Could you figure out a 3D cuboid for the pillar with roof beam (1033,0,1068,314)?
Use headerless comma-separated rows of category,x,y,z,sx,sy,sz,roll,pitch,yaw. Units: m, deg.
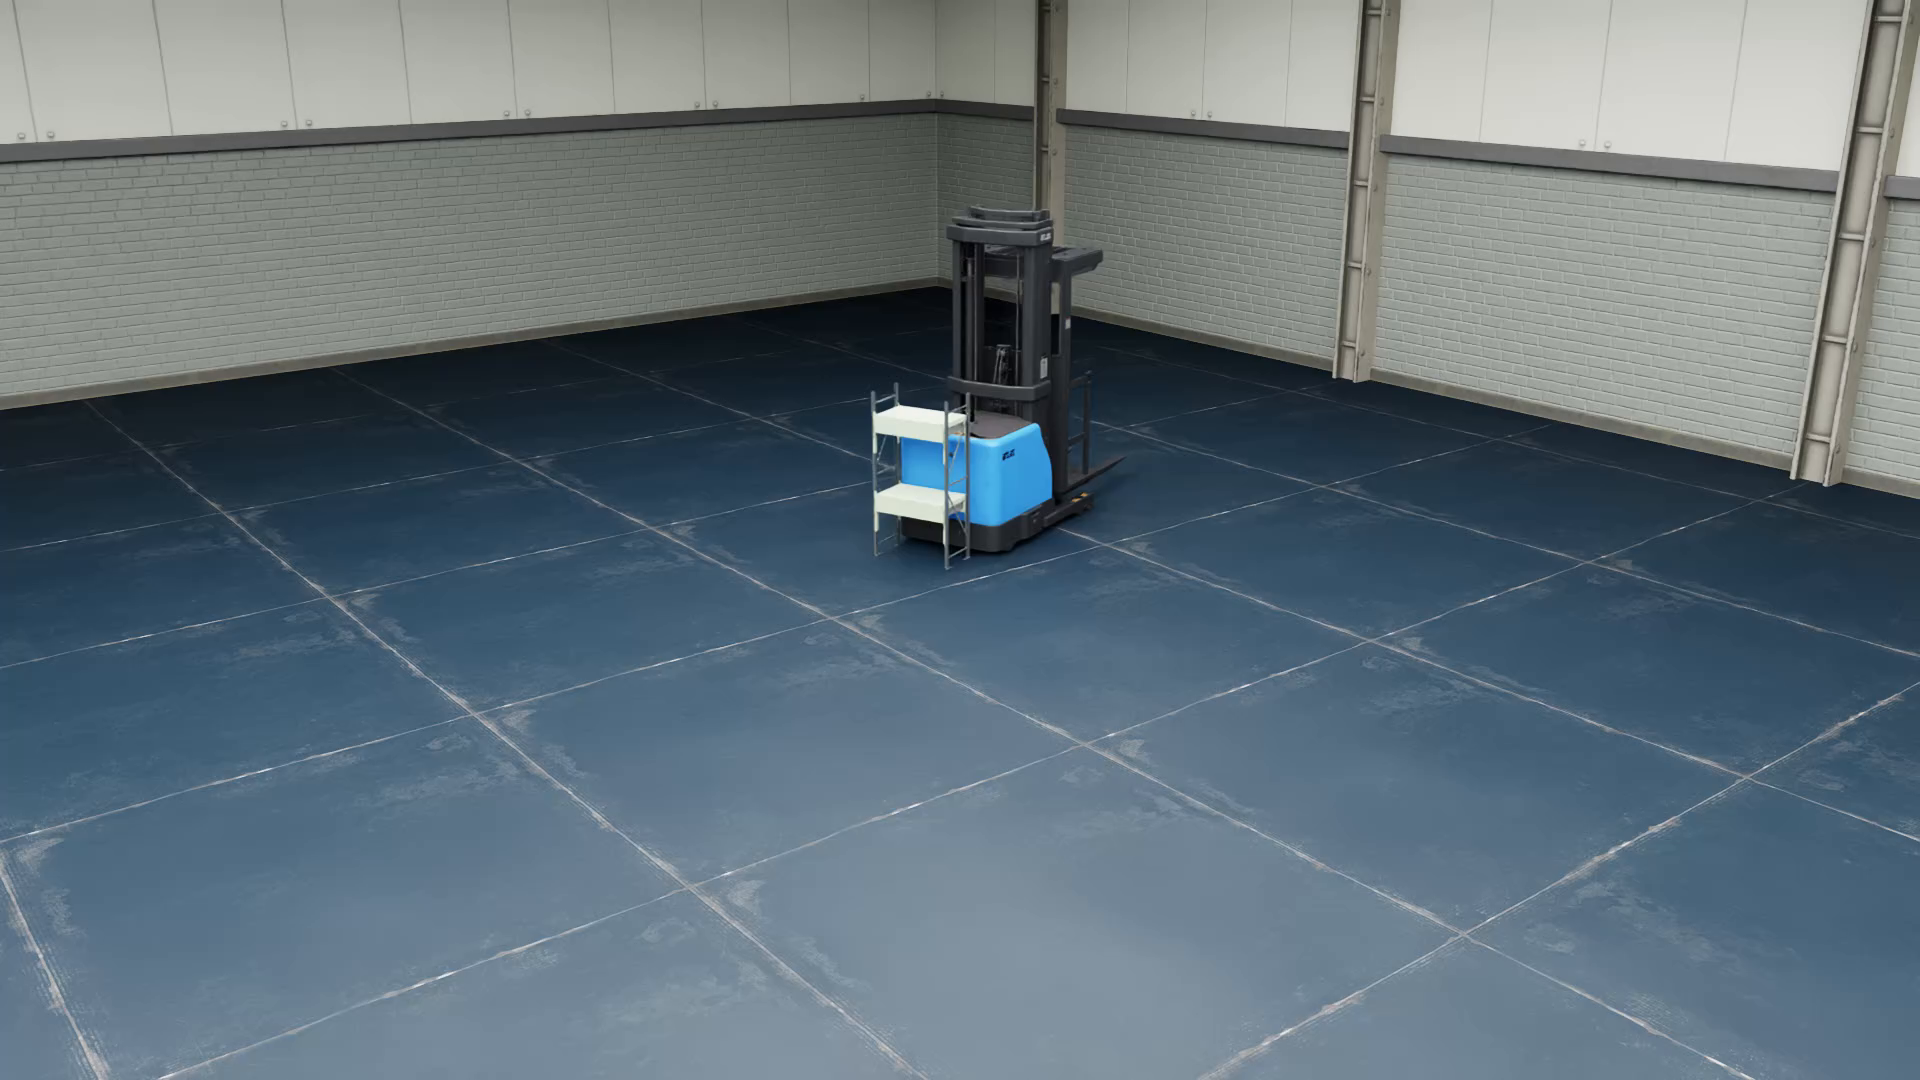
pillar with roof beam,-2.017,-7.007,22.096,9.100,9.000,0.400,-14,23,-36

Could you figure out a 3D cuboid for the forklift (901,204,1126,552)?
forklift,0.648,-1.696,15.708,1.130,2.935,3.031,11,21,29

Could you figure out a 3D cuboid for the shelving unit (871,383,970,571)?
shelving unit,-0.339,-0.559,14.553,0.755,1.500,0.431,10,21,29

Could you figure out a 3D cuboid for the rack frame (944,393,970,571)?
rack frame,-0.023,-0.501,14.377,0.023,1.500,0.400,10,21,29

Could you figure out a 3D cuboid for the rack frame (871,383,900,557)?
rack frame,-0.655,-0.617,14.729,0.023,1.500,0.400,10,21,29

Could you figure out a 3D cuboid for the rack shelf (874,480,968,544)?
rack shelf,-0.339,-0.250,14.656,0.720,0.370,0.431,10,21,29

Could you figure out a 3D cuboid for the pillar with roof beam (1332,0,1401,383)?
pillar with roof beam,1.708,-5.529,17.631,9.100,9.000,0.400,-14,23,-36

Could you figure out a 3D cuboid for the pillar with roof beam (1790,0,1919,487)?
pillar with roof beam,5.434,-4.050,13.166,9.100,9.000,0.400,-14,23,-36

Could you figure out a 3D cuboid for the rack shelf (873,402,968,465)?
rack shelf,-0.339,-0.930,14.430,0.720,0.370,0.431,10,21,29
